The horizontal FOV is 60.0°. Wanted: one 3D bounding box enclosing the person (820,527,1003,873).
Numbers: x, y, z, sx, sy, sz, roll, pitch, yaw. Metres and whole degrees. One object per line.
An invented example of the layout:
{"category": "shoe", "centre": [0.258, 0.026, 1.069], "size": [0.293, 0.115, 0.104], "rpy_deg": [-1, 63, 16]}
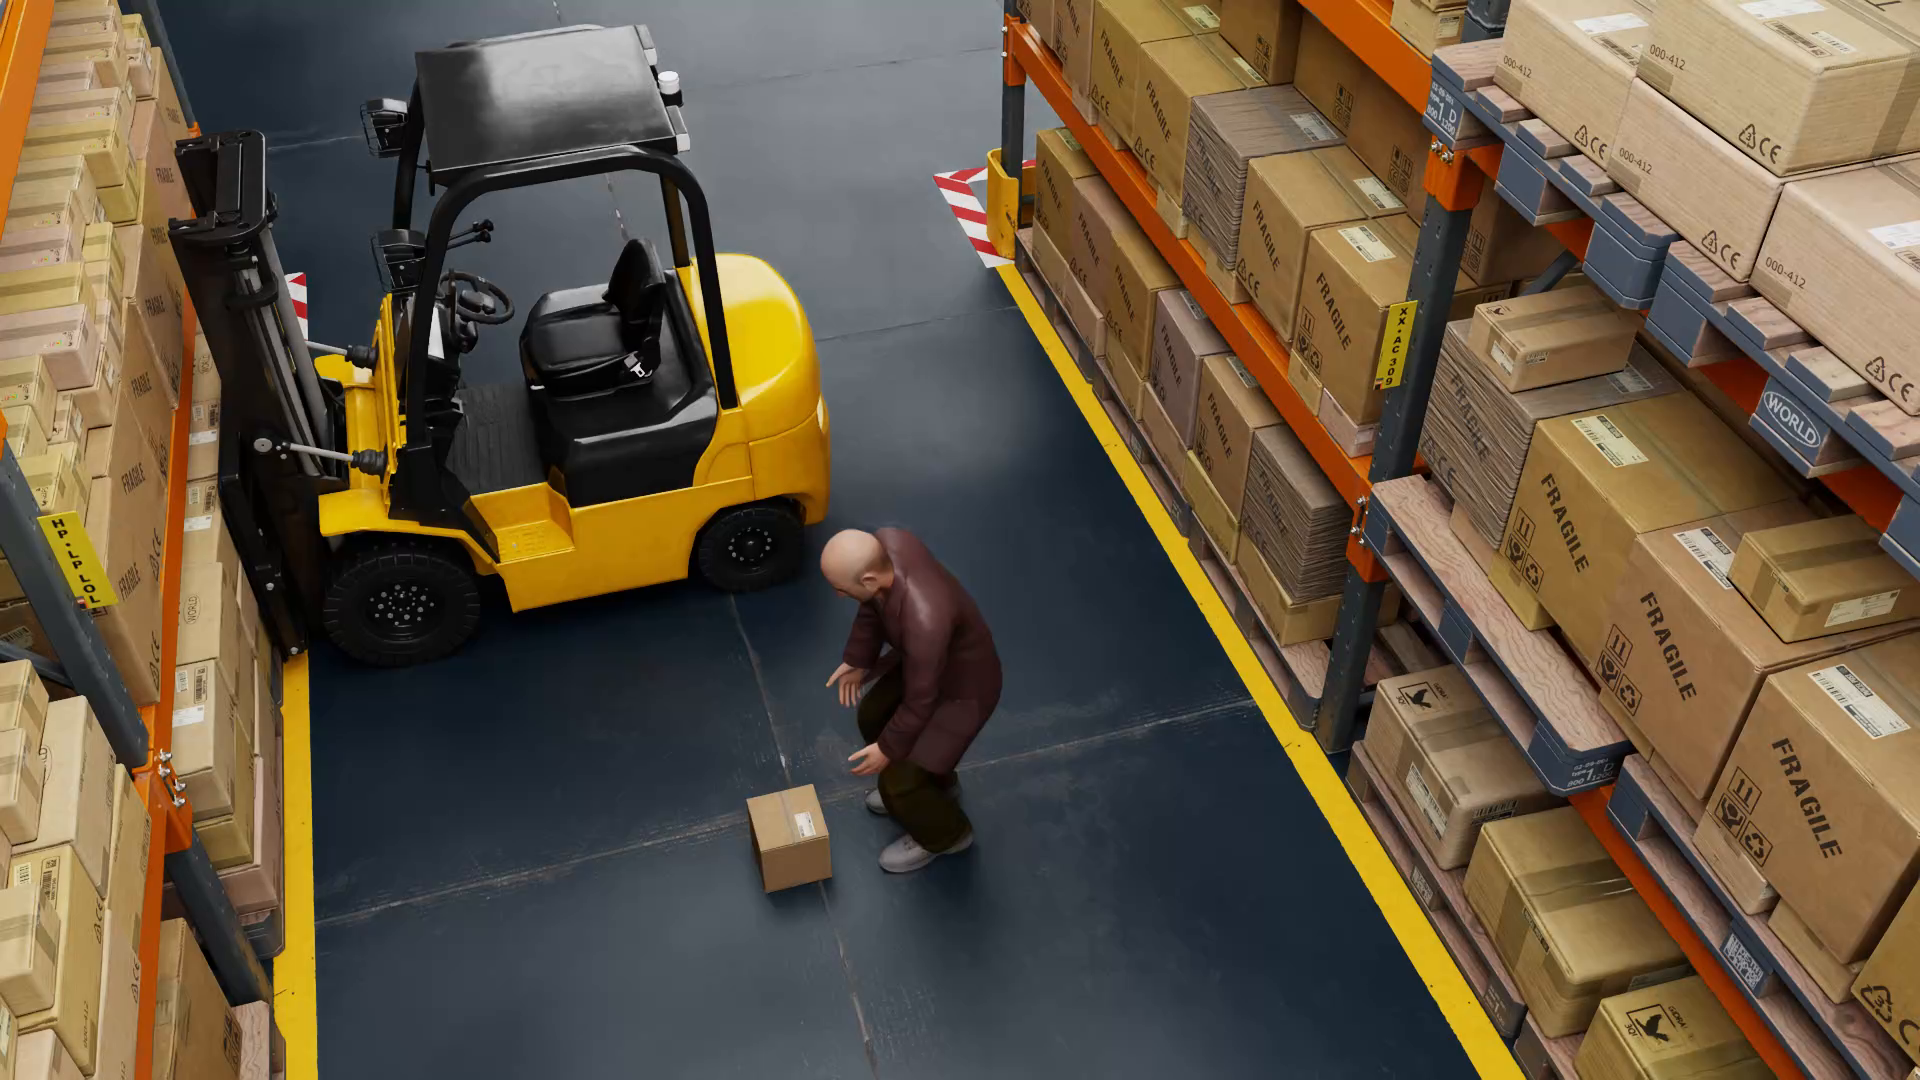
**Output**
{"category": "person", "centre": [-0.148, 0.523, 5.749], "size": [0.612, 1.564, 0.626], "rpy_deg": [-11, 43, -13]}
